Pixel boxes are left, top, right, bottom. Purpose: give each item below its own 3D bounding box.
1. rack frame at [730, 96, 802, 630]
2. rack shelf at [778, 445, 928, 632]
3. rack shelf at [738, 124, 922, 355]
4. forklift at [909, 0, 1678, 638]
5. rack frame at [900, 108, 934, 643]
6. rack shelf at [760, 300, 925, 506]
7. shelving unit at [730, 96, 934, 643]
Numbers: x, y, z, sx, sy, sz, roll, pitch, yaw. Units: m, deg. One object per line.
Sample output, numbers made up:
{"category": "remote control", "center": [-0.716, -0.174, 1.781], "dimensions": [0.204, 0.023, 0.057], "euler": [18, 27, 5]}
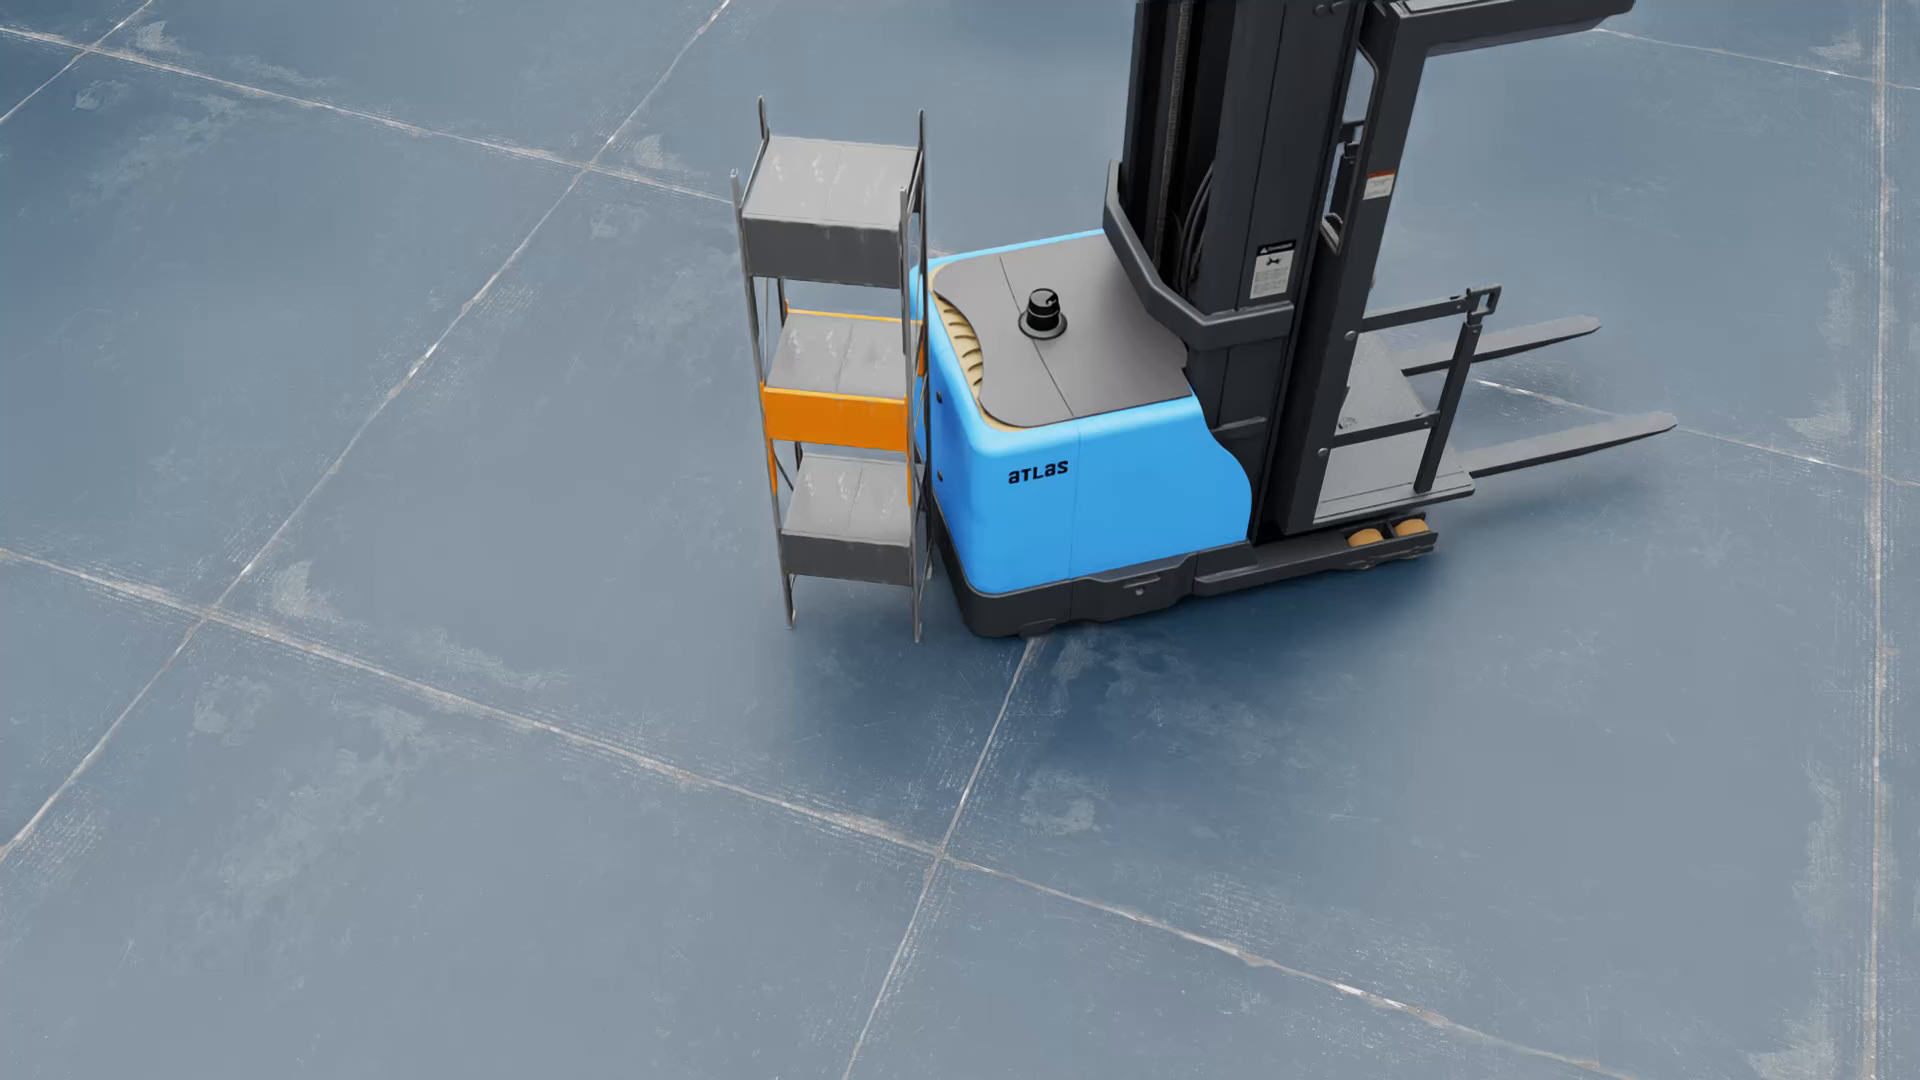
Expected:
{"category": "rack frame", "center": [-0.621, -0.496, 5.657], "dimensions": [0.015, 2.100, 0.400], "euler": [6, 49, 5]}
{"category": "rack shelf", "center": [-0.379, -0.005, 6.175], "dimensions": [0.480, 0.518, 0.431], "euler": [6, 49, 5]}
{"category": "rack shelf", "center": [-0.379, -0.921, 5.117], "dimensions": [0.480, 0.518, 0.431], "euler": [6, 49, 5]}
{"category": "forklift", "center": [1.363, -1.220, 5.734], "dimensions": [3.031, 2.935, 1.130], "euler": [-12, 50, -10]}
{"category": "rack frame", "center": [-0.137, -0.448, 5.615], "dimensions": [0.015, 2.100, 0.400], "euler": [6, 49, 5]}
{"category": "rack shelf", "center": [-0.379, -0.463, 5.646], "dimensions": [0.480, 0.518, 0.431], "euler": [6, 49, 5]}
{"category": "shelving unit", "center": [-0.379, -0.472, 5.636], "dimensions": [0.503, 2.100, 0.431], "euler": [6, 49, 5]}
